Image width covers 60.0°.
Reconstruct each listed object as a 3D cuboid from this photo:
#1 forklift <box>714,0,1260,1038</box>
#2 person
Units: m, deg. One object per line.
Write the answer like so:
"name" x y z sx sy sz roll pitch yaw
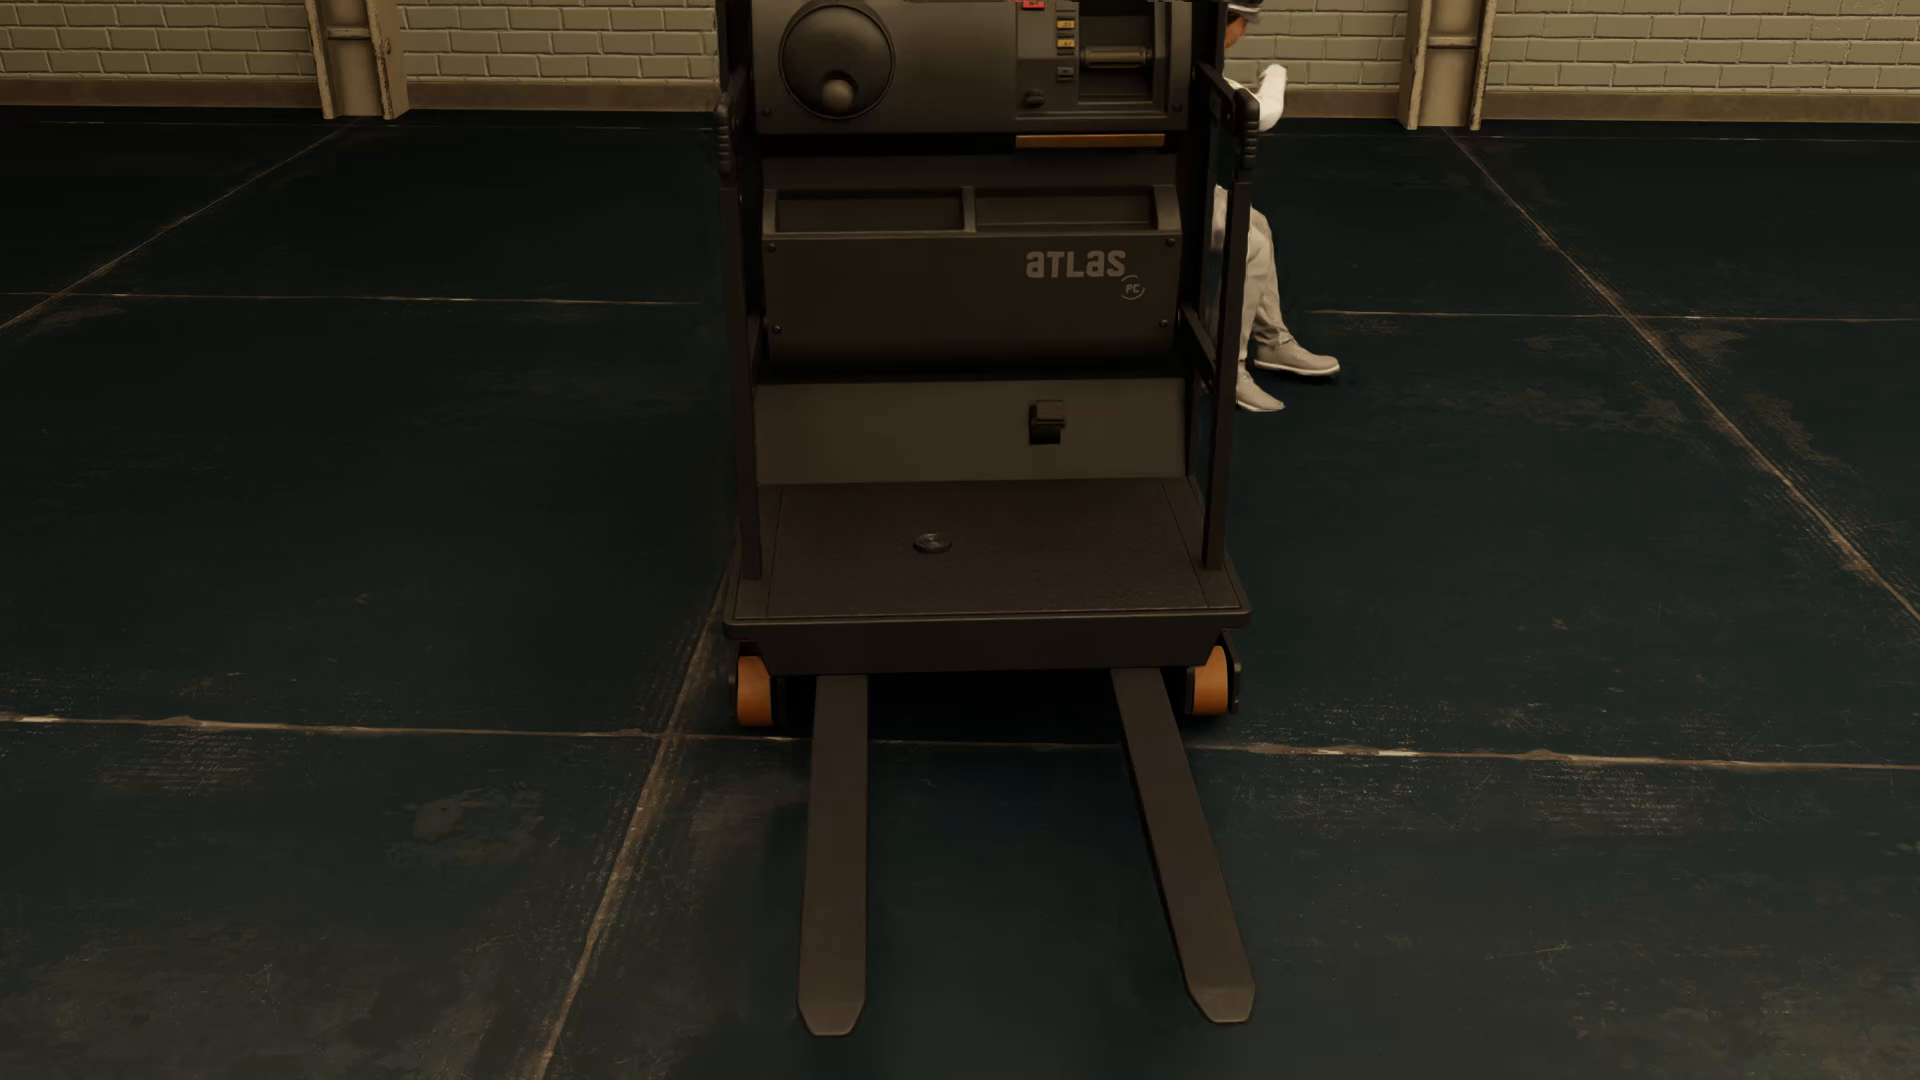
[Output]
"forklift" 0.037 -1.044 3.325 1.130 2.935 3.031 -1 26 -2
"person" 0.829 -1.244 5.562 0.908 1.382 1.094 1 26 1
